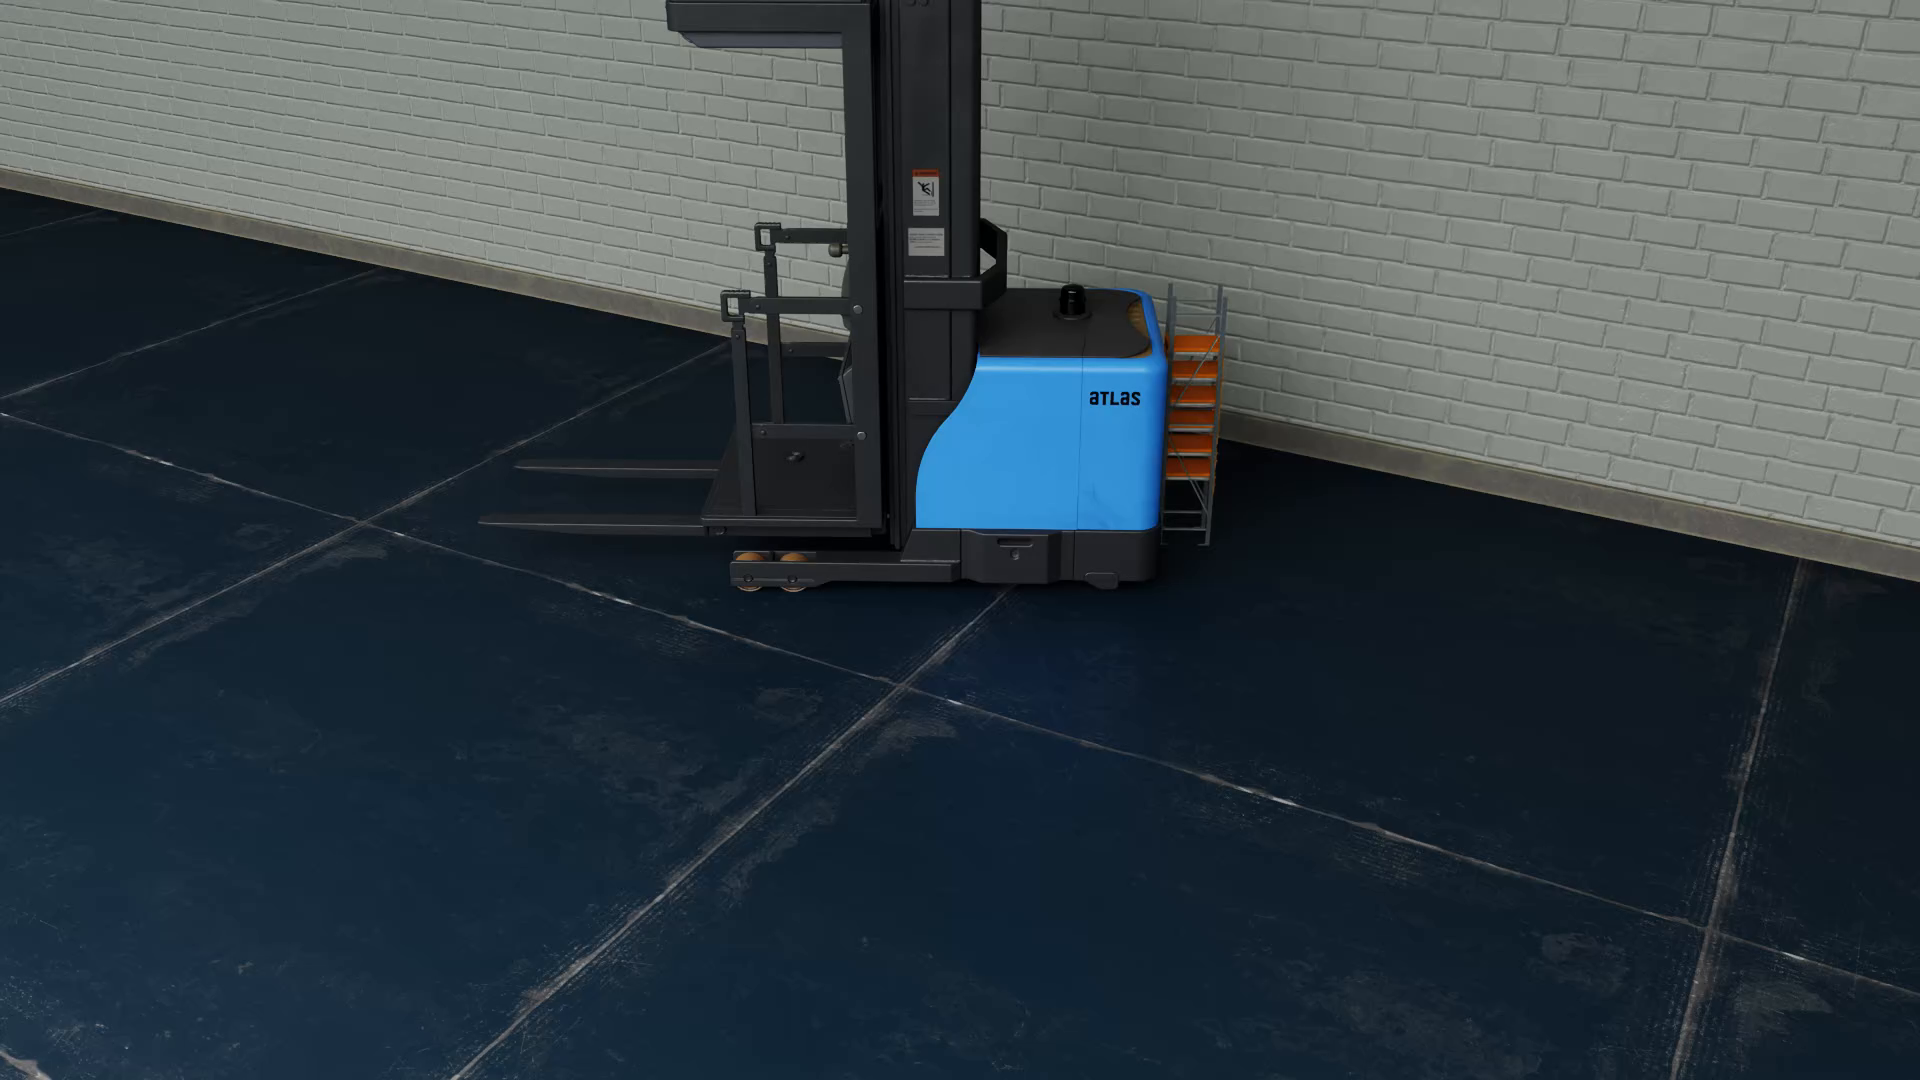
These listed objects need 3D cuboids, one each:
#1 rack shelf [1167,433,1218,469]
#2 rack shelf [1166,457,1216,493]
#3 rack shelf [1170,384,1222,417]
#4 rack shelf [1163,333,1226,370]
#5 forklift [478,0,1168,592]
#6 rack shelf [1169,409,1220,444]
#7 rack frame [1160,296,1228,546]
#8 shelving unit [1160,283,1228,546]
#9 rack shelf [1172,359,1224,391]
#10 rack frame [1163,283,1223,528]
[{"bbox_3d":[1.037,-0.407,7.590,0.258,0.103,0.180,1,27,1],"label":"rack shelf"},{"bbox_3d":[1.037,-0.300,7.644,0.258,0.103,0.180,1,27,1],"label":"rack shelf"},{"bbox_3d":[1.037,-0.622,7.483,0.258,0.103,0.180,1,27,1],"label":"rack shelf"},{"bbox_3d":[1.037,-0.836,7.375,0.258,0.103,0.180,1,27,1],"label":"rack shelf"},{"bbox_3d":[-0.627,-1.319,7.110,3.031,2.935,1.130,1,27,1],"label":"forklift"},{"bbox_3d":[1.037,-0.514,7.536,0.258,0.103,0.180,1,27,1],"label":"rack shelf"},{"bbox_3d":[1.034,-0.513,7.435,0.240,1.200,0.006,1,27,1],"label":"rack frame"},{"bbox_3d":[1.037,-0.554,7.516,0.258,1.200,0.189,1,27,1],"label":"shelving unit"},{"bbox_3d":[1.037,-0.729,7.429,0.258,0.103,0.180,1,27,1],"label":"rack shelf"},{"bbox_3d":[1.039,-0.595,7.598,0.240,1.200,0.006,1,27,1],"label":"rack frame"}]
